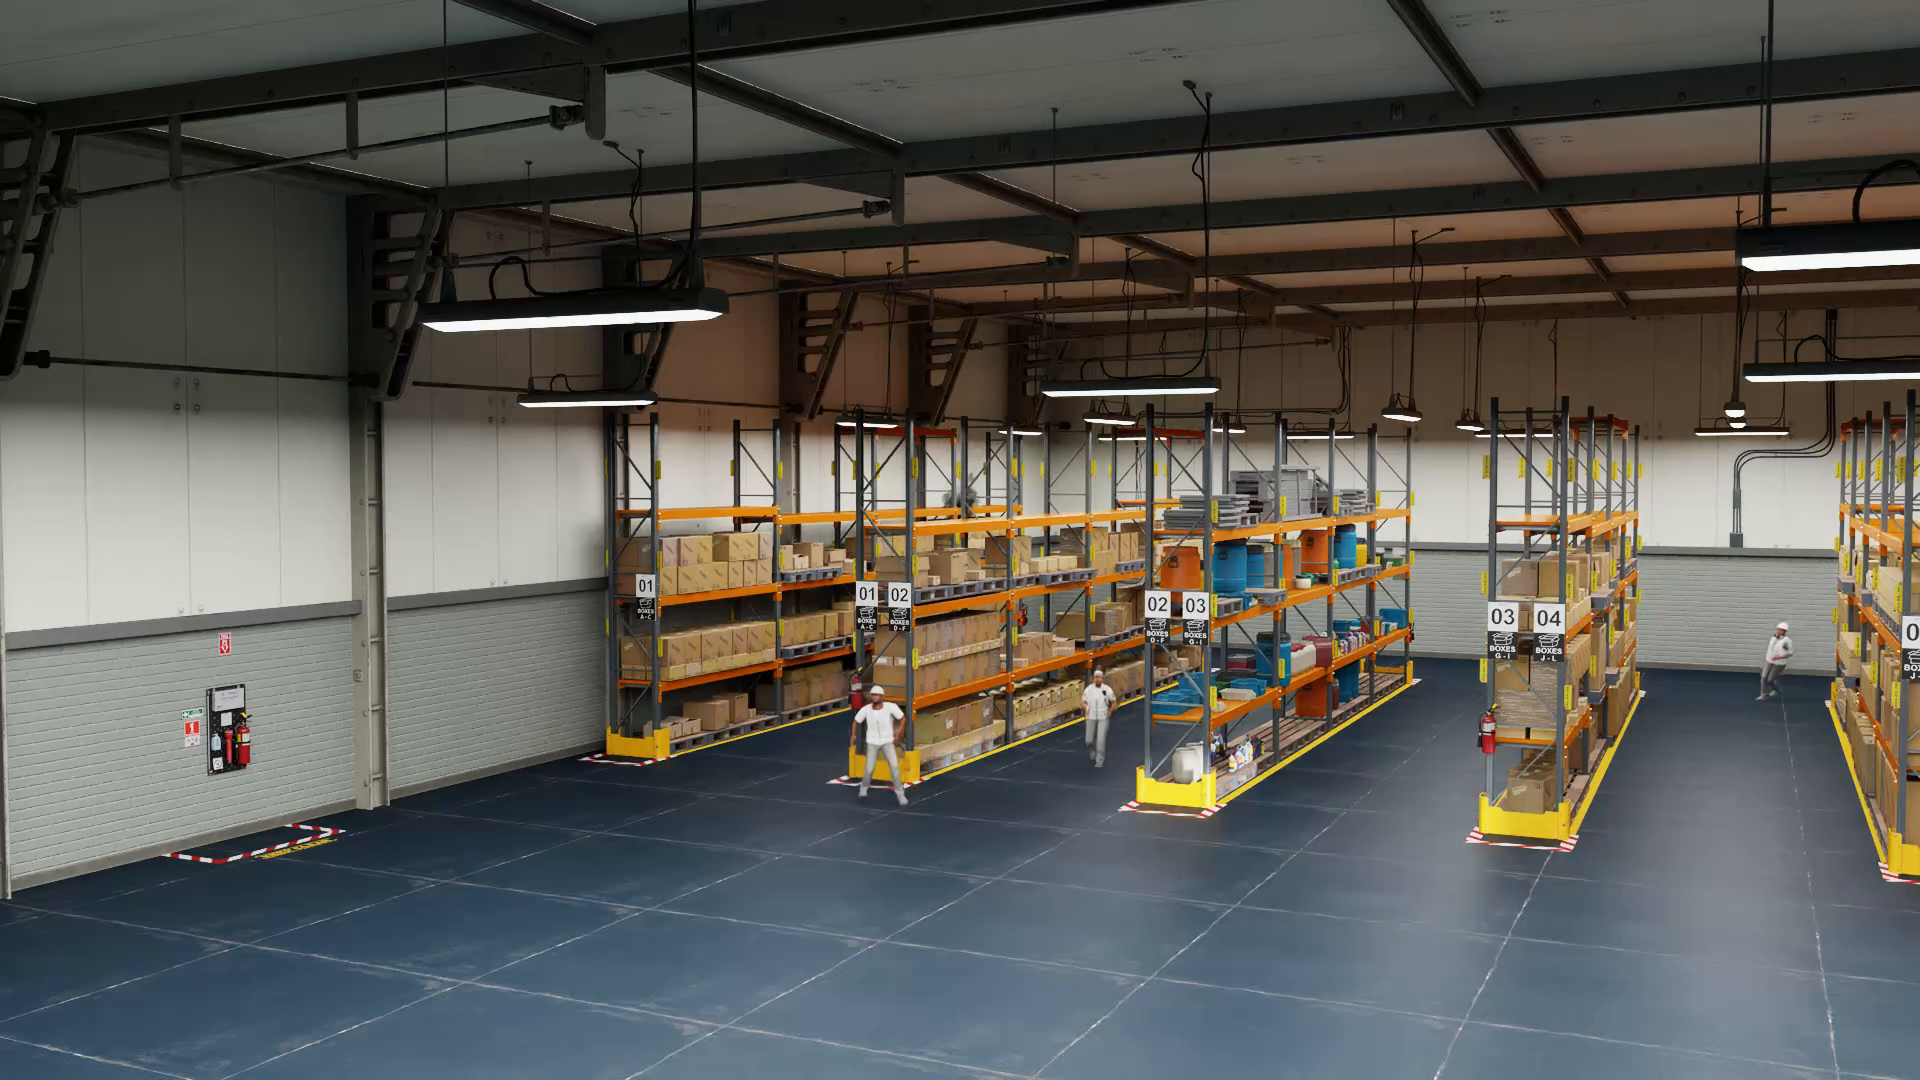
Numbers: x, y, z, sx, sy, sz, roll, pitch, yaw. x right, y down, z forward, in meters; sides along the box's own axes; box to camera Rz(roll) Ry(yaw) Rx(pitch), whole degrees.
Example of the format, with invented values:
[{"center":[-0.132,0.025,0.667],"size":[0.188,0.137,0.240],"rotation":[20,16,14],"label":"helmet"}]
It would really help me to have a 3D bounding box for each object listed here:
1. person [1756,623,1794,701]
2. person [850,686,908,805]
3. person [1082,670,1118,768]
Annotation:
[{"center":[17.655,2.637,35.899],"size":[0.679,1.718,0.686],"rotation":[-1,3,-26],"label":"person"},{"center":[-1.223,3.074,25.018],"size":[0.865,1.738,0.715],"rotation":[0,2,-5],"label":"person"},{"center":[2.350,3.009,28.102],"size":[0.610,1.618,0.632],"rotation":[1,2,13],"label":"person"}]
